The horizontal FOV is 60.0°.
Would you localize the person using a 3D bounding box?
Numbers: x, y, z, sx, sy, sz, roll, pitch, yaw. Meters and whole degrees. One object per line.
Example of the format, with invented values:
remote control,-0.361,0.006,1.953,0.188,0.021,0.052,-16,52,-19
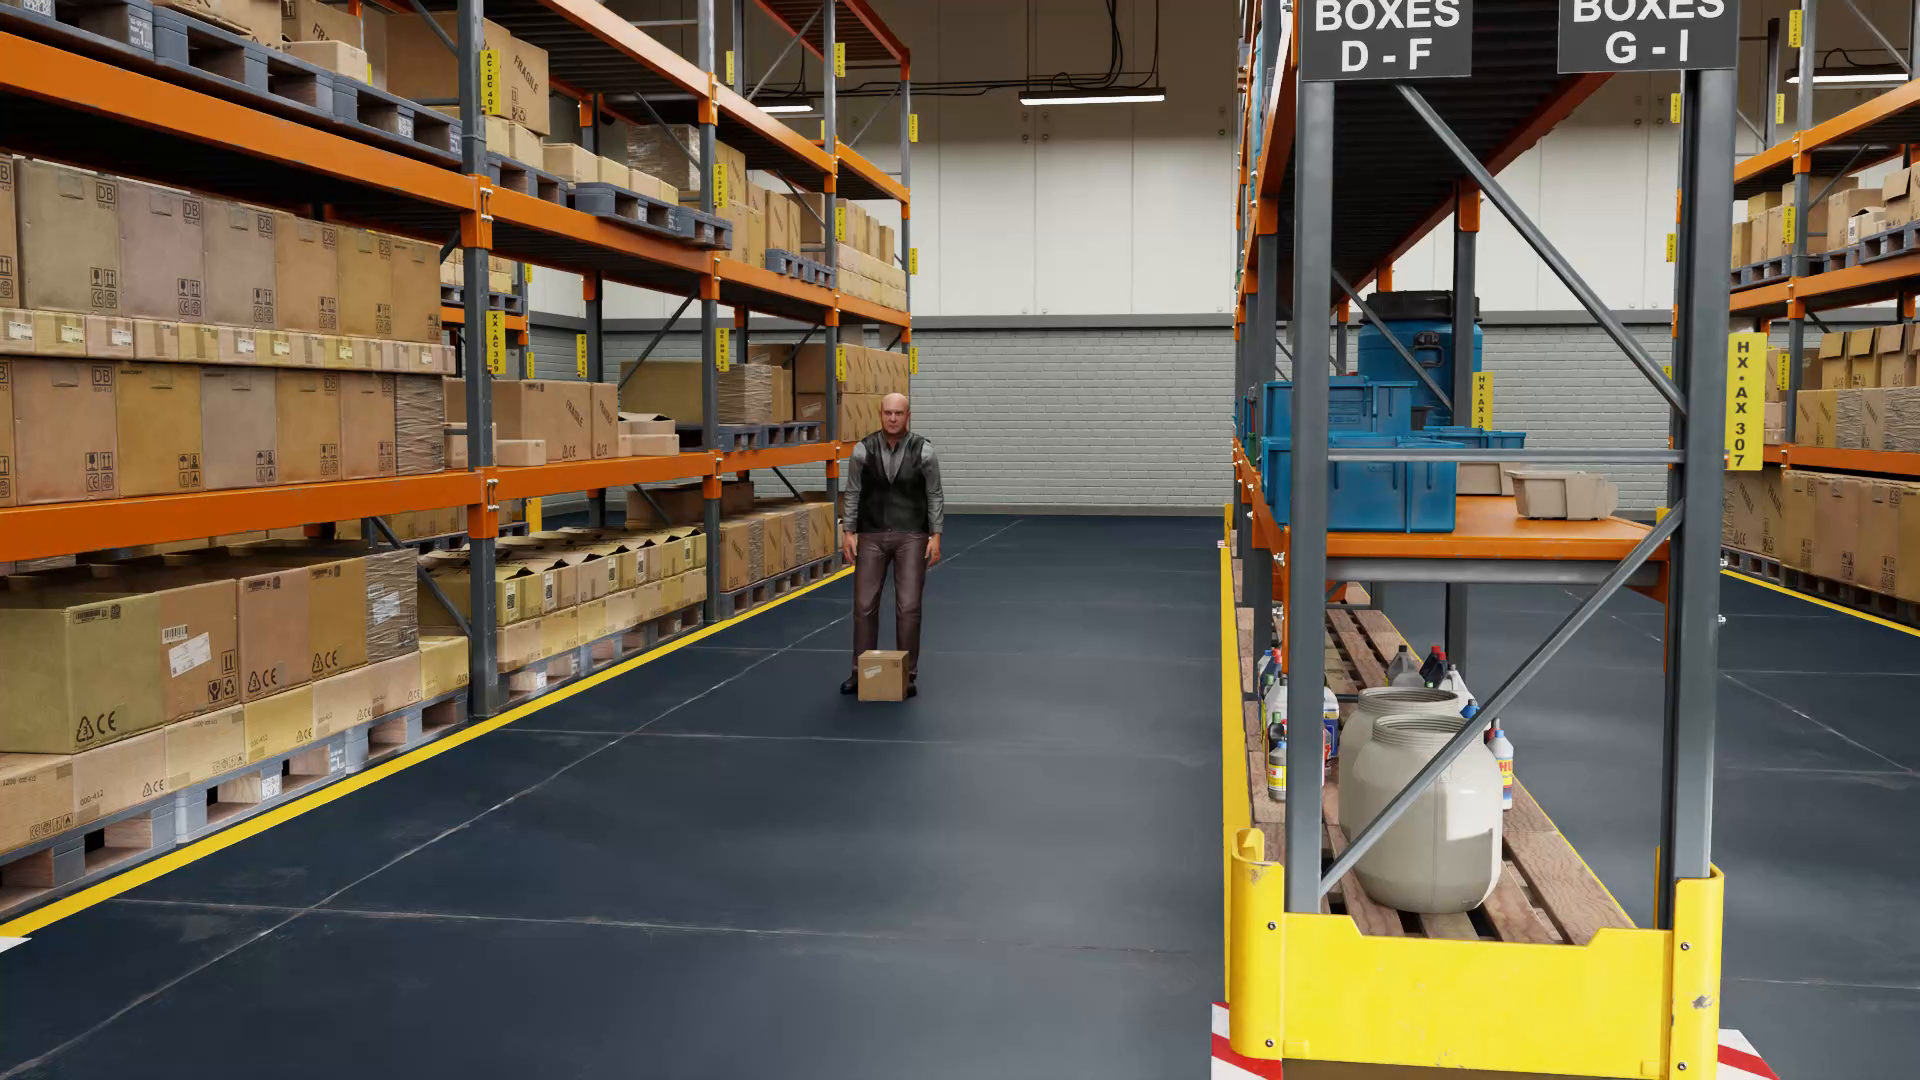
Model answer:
person,-0.391,0.015,9.600,0.593,1.720,0.473,0,4,5
